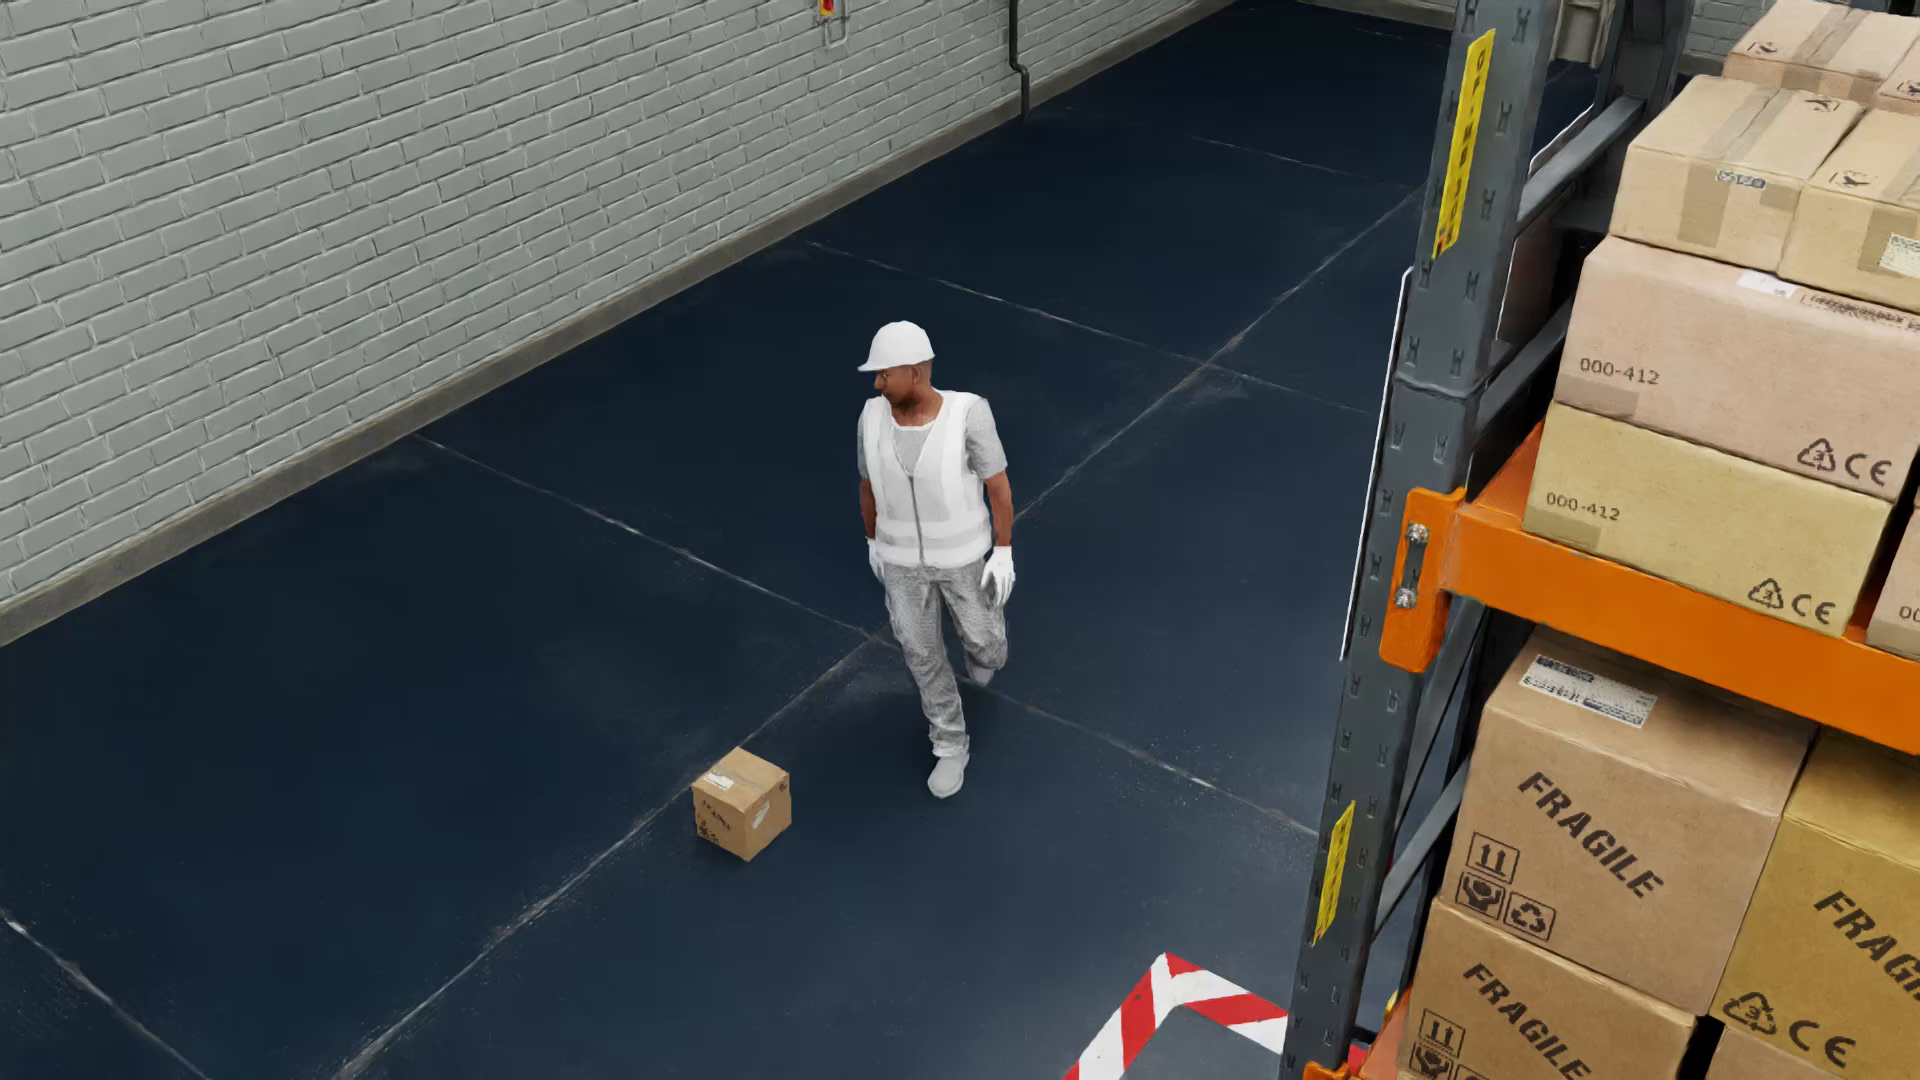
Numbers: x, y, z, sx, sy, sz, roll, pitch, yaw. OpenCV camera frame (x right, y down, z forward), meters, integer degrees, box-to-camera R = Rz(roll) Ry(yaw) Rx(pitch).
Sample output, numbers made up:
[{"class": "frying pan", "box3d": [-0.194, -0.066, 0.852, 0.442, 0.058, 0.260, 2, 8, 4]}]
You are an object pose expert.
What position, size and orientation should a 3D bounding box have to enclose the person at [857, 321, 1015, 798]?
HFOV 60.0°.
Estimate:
[{"class": "person", "box3d": [-0.094, 0.052, 6.099, 0.626, 1.728, 0.777, 7, 35, 10]}]
